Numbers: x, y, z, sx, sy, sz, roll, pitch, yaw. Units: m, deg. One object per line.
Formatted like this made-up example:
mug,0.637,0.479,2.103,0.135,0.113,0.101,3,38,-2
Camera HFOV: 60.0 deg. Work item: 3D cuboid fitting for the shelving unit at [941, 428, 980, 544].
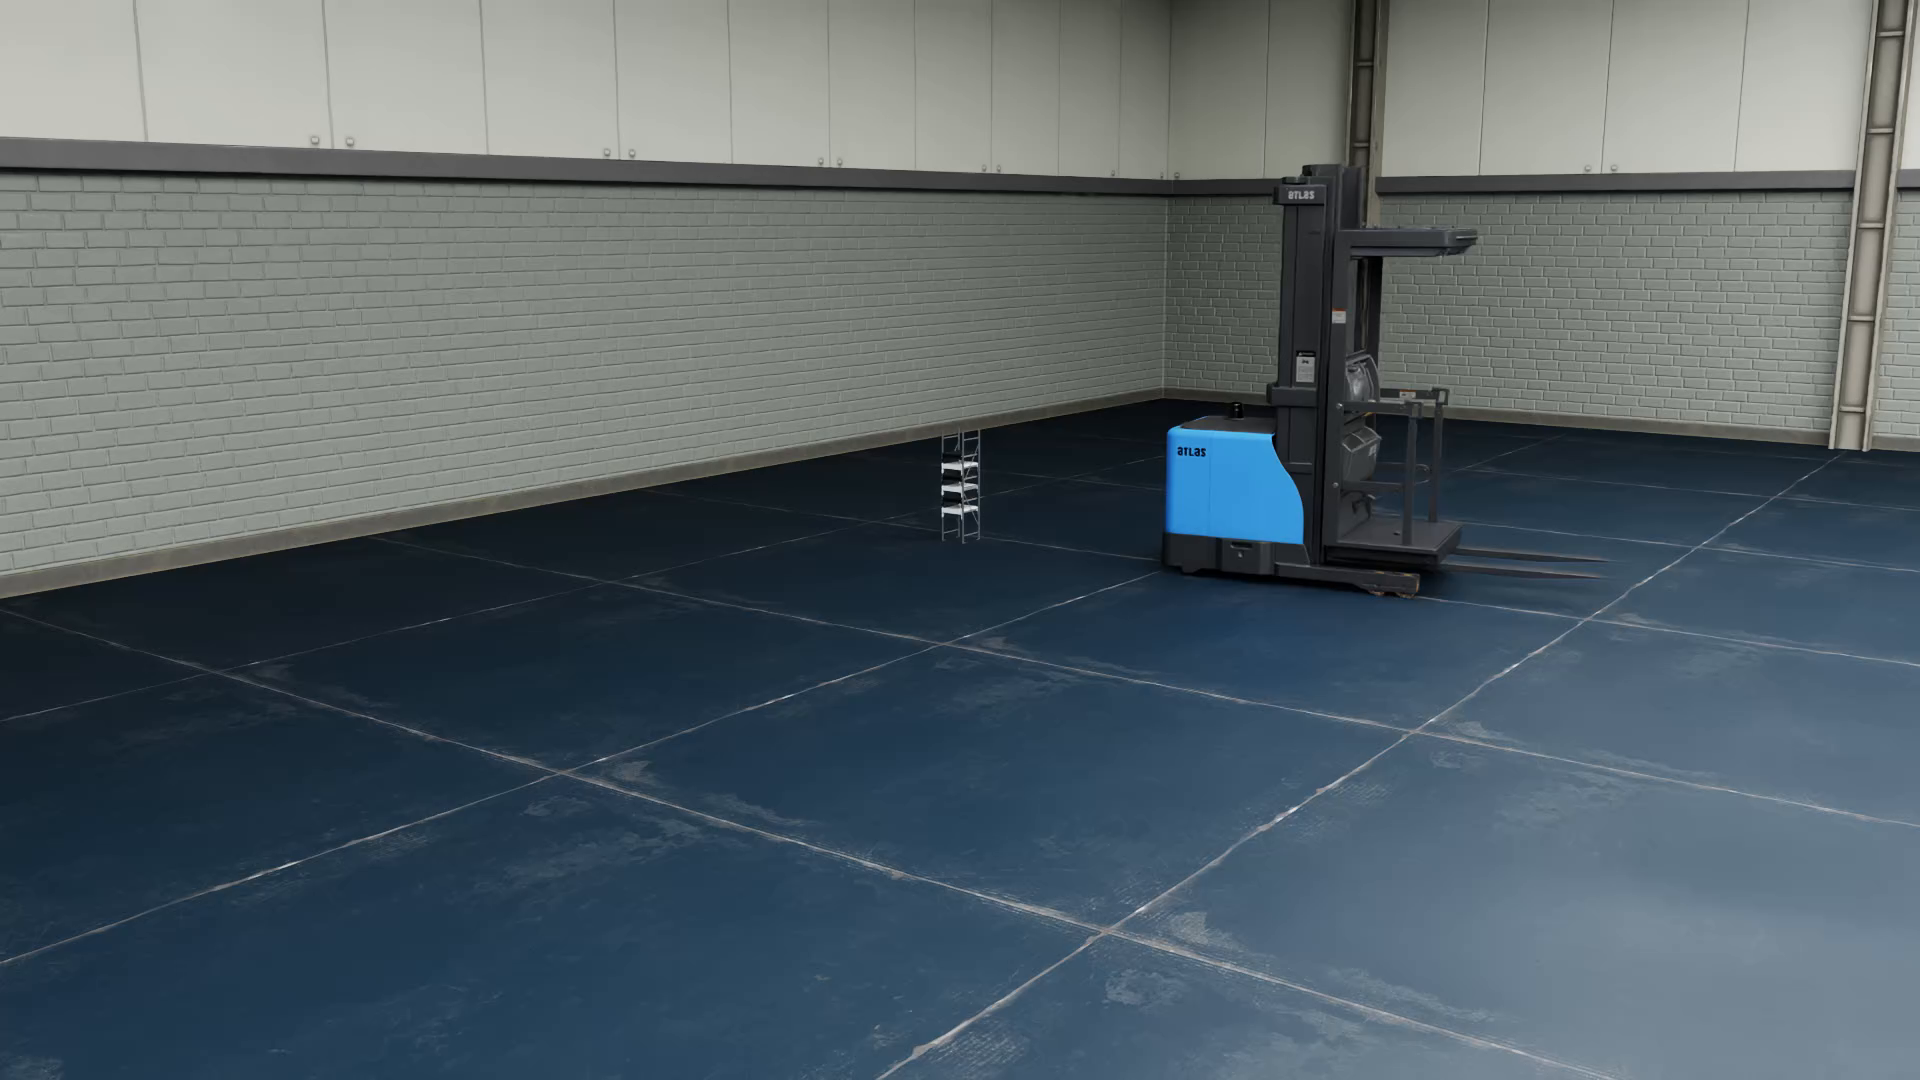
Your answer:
shelving unit,0.007,-0.441,13.439,0.210,0.900,0.258,8,13,36

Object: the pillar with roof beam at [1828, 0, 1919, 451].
pillar with roof beam,7.568,-4.799,14.644,0.400,9.000,9.100,8,13,36

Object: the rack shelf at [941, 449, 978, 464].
rack shelf,0.007,-0.673,13.395,0.200,0.077,0.258,8,13,36

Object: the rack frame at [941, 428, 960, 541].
rack frame,-0.075,-0.452,13.499,0.006,0.900,0.240,8,13,36

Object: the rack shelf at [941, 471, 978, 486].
rack shelf,0.007,-0.497,13.429,0.200,0.077,0.258,8,13,36

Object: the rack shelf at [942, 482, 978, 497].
rack shelf,0.007,-0.408,13.446,0.200,0.077,0.258,8,13,36

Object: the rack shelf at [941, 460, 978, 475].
rack shelf,0.007,-0.585,13.412,0.200,0.077,0.258,8,13,36

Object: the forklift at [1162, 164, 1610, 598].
forklift,3.047,-1.154,11.777,3.031,2.935,1.130,5,12,25

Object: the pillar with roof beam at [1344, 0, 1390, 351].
pillar with roof beam,2.732,-5.474,18.131,0.400,9.000,9.100,8,13,36

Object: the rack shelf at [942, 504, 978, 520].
rack shelf,0.007,-0.231,13.480,0.200,0.077,0.258,8,13,36

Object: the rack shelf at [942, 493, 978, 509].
rack shelf,0.007,-0.320,13.463,0.200,0.077,0.258,8,13,36

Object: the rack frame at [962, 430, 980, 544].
rack frame,0.088,-0.429,13.380,0.006,0.900,0.240,8,13,36
